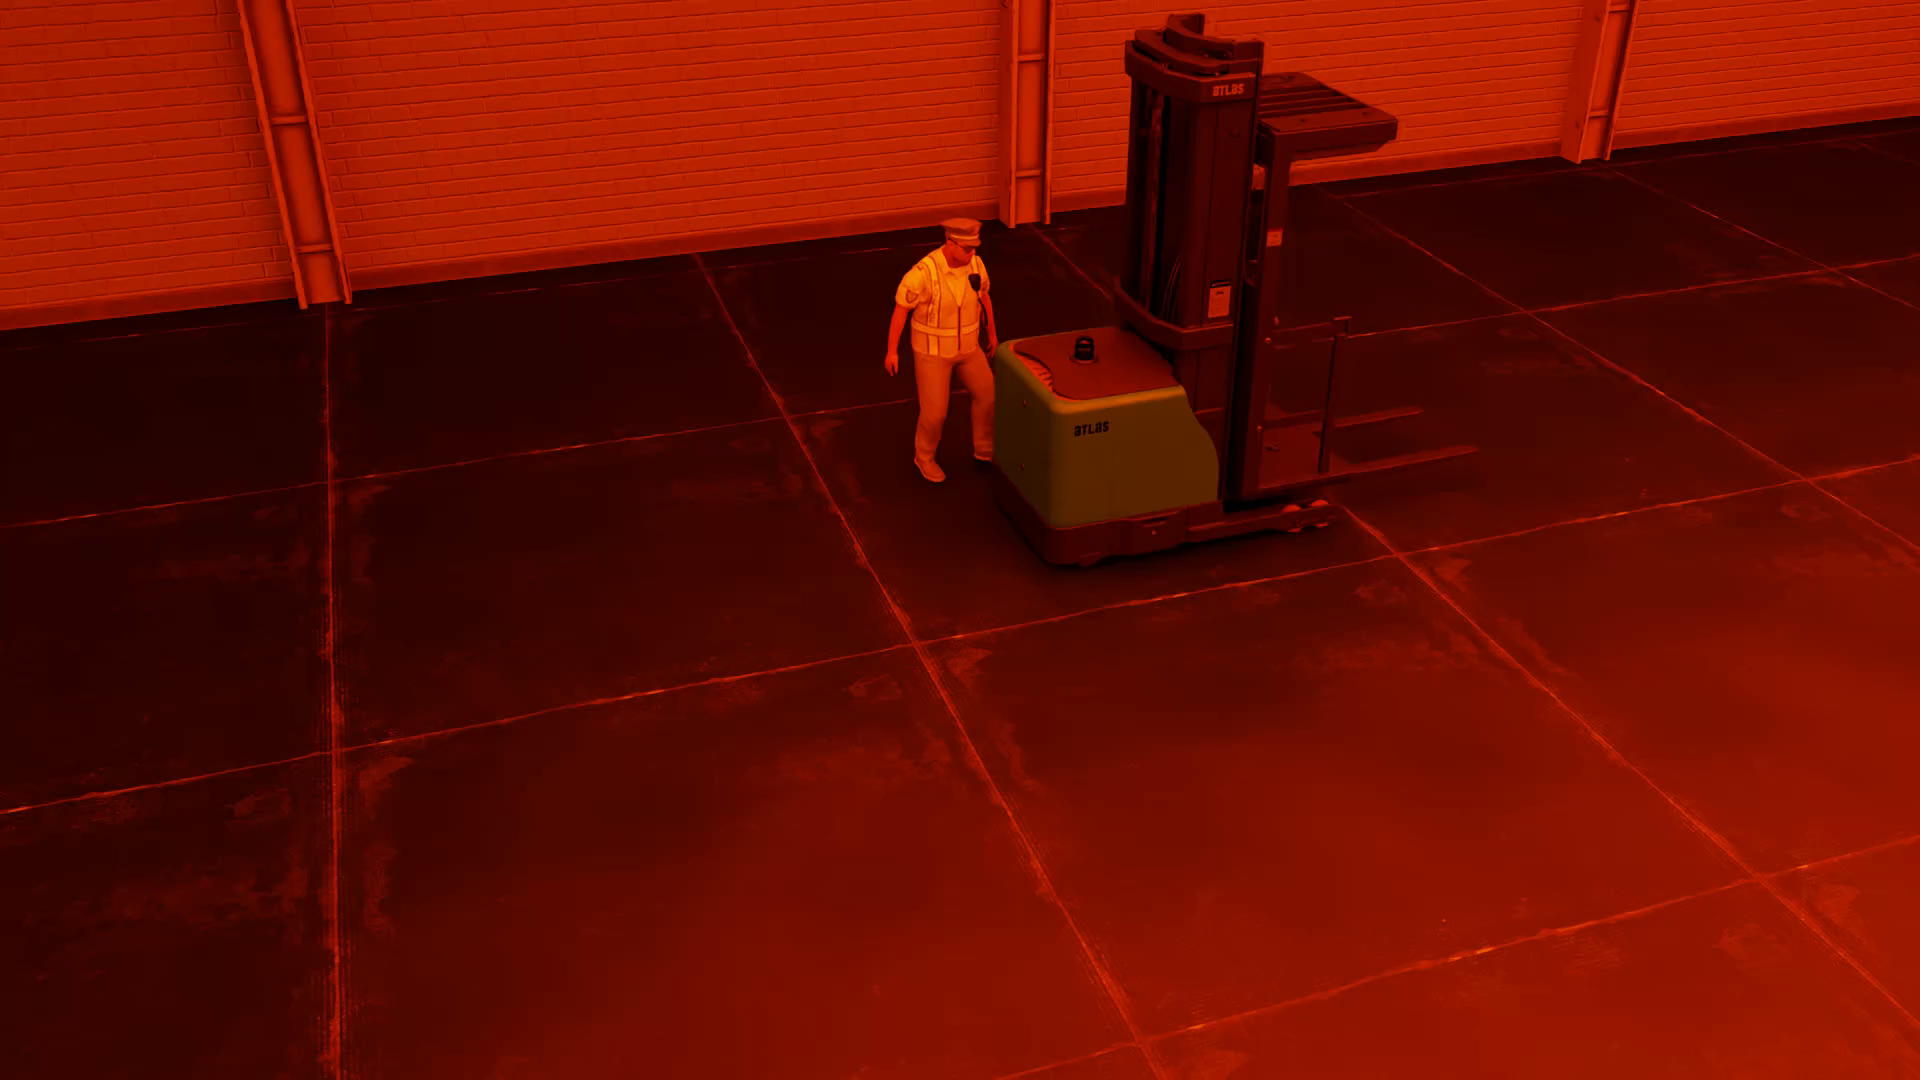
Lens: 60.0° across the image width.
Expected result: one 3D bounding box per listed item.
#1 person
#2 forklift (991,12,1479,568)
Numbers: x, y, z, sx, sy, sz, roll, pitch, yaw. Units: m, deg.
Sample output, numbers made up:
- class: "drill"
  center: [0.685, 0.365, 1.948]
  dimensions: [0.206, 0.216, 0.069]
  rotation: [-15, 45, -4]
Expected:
- class: "person"
  center: [-0.042, -1.206, 10.413]
  dimensions: [0.874, 1.722, 0.425]
  rotation: [-16, 34, -25]
- class: "forklift"
  center: [1.767, -1.552, 9.784]
  dimensions: [3.031, 2.935, 1.130]
  rotation: [-10, 31, -17]
